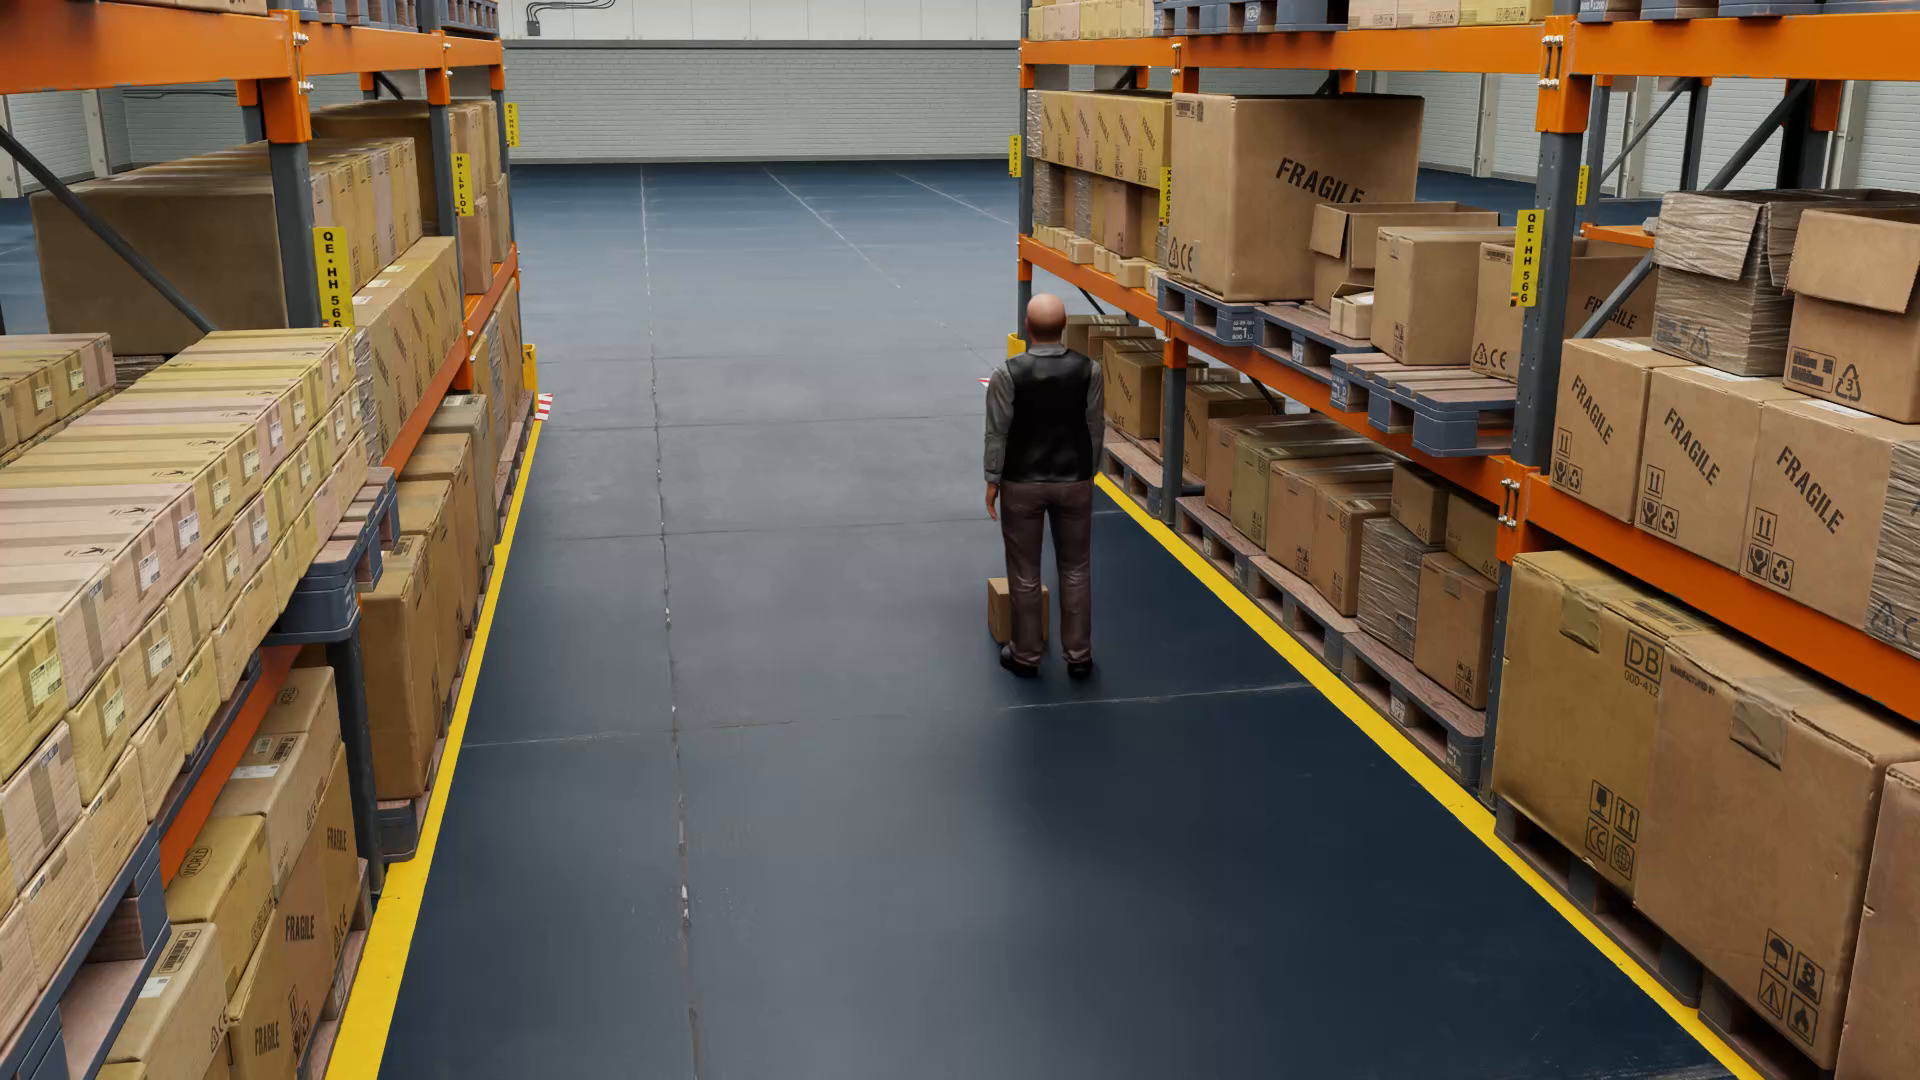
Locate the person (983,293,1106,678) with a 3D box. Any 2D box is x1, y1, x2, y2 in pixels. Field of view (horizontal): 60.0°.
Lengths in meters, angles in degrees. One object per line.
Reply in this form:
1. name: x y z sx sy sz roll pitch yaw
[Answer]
1. person: 0.366 -0.228 7.391 0.541 1.745 0.362 -3 17 -10
